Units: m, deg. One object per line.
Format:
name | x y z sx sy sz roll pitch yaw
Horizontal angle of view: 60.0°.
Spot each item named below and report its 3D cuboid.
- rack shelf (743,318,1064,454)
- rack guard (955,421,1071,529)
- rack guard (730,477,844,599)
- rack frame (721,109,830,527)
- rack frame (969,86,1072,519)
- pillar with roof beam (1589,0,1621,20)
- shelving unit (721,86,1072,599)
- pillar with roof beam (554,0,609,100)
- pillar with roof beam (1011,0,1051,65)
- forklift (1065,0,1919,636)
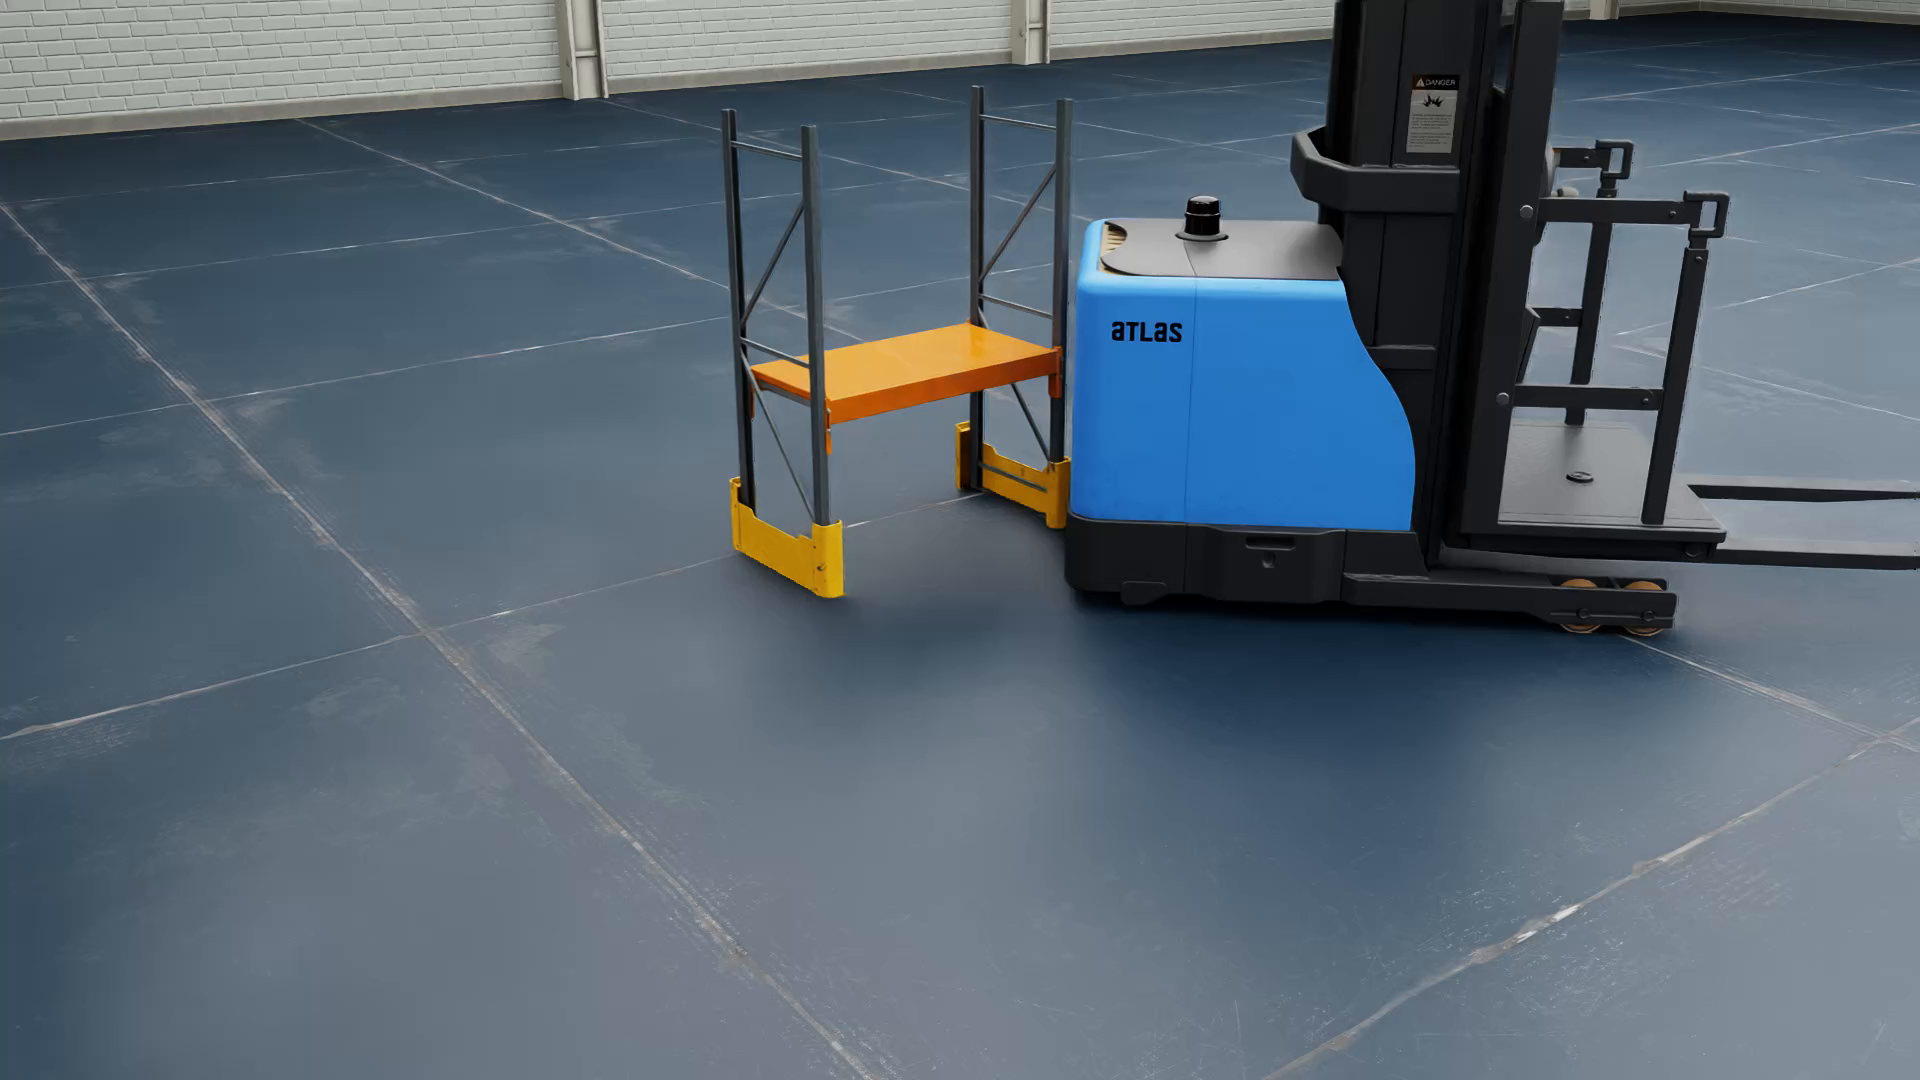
rack shelf | -0.192 -0.547 5.729 1.000 0.185 0.538 -16 27 -35
rack guard | 0.190 -0.247 6.177 0.087 0.250 0.587 -16 27 -35
rack guard | -0.588 -0.016 5.600 0.087 0.250 0.587 -16 27 -35
rack frame | -0.589 -0.596 5.367 0.032 1.500 0.500 -16 27 -35
rack frame | 0.205 -0.832 5.957 0.032 1.500 0.500 -16 27 -35
pillar with roof beam | 13.139 -11.496 22.563 0.400 9.000 9.100 -15 26 -33
shelving unit | -0.199 -0.712 5.657 1.083 1.500 0.587 -16 27 -35
pillar with roof beam | -1.472 -7.600 12.799 0.400 9.000 9.100 -15 26 -33
pillar with roof beam | 3.398 -8.898 16.054 0.400 9.000 9.100 -15 26 -33
forklift | 1.890 -1.271 5.127 3.031 2.935 1.130 2 22 5
